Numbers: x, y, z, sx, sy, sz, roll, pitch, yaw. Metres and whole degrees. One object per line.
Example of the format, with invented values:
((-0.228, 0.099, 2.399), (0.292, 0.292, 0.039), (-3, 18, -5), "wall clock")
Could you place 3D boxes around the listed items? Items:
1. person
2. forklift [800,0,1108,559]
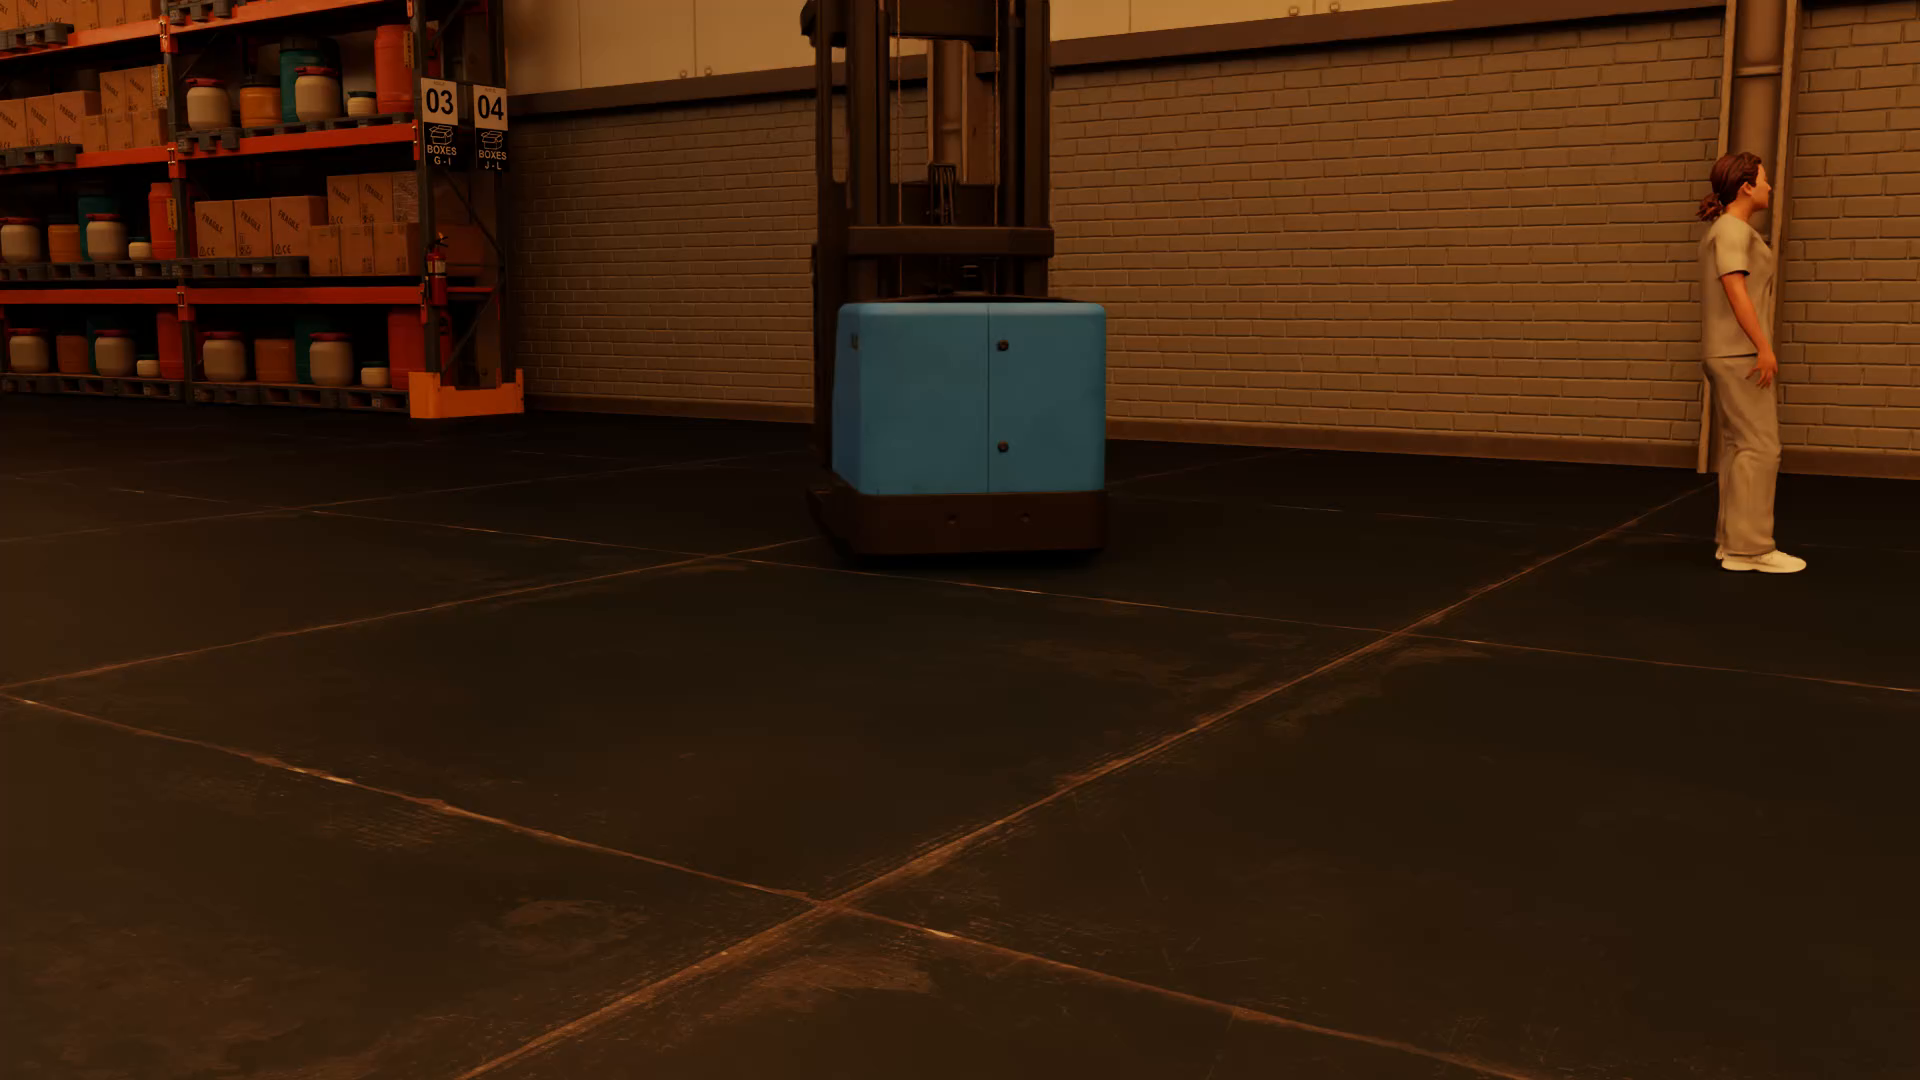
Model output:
((3.203, -0.718, 6.760), (0.473, 1.688, 0.523), (2, 8, 15), "person")
((-0.172, -1.540, 8.021), (1.130, 2.935, 3.031), (-2, 8, -11), "forklift")
